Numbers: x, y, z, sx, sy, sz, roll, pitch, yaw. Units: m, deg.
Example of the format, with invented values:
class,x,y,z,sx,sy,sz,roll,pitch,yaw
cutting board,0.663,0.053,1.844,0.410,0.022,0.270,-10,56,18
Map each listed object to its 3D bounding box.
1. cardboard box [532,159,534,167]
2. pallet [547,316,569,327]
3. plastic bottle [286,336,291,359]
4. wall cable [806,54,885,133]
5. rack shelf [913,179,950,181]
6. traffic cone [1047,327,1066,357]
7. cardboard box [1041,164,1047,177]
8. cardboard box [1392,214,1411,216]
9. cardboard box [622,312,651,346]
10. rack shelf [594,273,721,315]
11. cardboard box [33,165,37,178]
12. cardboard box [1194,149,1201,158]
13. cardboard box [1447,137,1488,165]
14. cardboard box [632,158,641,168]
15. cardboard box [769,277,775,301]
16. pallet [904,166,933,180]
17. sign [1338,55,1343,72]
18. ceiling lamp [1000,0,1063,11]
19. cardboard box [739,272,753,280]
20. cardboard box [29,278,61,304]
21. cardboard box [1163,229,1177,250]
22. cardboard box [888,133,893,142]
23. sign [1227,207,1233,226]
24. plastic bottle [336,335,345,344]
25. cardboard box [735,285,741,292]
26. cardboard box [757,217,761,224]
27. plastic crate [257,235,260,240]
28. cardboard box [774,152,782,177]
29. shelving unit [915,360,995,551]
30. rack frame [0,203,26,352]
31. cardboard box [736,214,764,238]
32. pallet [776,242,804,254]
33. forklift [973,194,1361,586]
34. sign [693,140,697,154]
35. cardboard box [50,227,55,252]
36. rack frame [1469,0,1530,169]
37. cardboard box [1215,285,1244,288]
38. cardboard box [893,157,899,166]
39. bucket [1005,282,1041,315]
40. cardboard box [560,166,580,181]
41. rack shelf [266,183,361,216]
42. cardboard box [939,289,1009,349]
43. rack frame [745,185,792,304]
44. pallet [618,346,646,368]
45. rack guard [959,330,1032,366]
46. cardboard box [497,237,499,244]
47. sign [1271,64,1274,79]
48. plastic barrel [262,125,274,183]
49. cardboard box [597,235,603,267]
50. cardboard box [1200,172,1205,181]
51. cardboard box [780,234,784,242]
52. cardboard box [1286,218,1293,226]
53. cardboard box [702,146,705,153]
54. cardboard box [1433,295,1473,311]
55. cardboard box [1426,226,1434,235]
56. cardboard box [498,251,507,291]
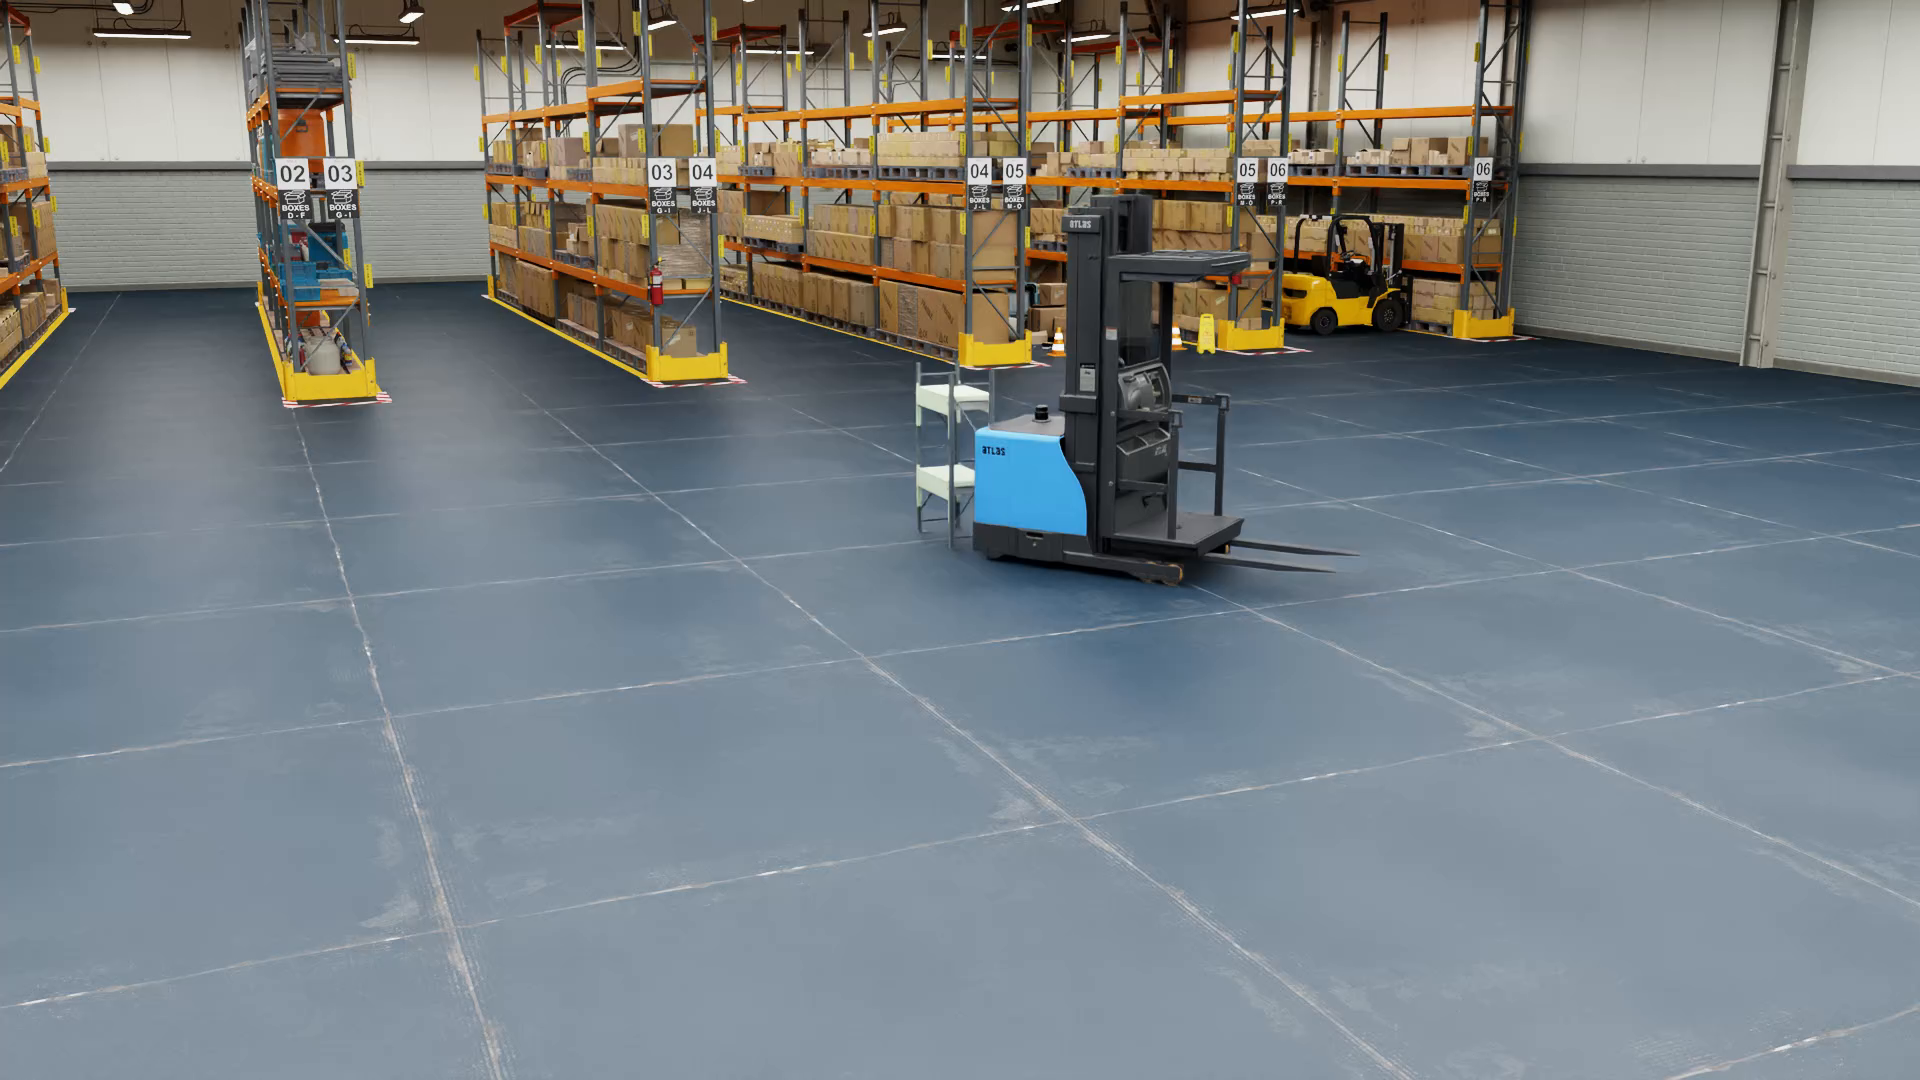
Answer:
class,x,y,z,sx,sy,sz,roll,pitch,yaw
cardboard box,-8.381,-7.567,33.387,0.380,0.149,0.250,-6,14,-25
pallet,-7.485,-4.330,32.609,1.003,0.211,1.213,-6,14,-23
plastic bottle,-10.155,-2.925,25.255,0.144,0.351,0.185,-6,14,-25
wall cable,-3.209,-12.206,47.152,2.355,3.000,0.029,-6,14,-23
rack shelf,-0.561,-8.764,40.527,1.077,0.370,4.000,-6,14,-23
traffic cone,1.640,-3.295,27.579,0.336,0.463,0.334,-6,14,-23
cardboard box,1.915,-7.676,34.530,0.396,0.266,0.258,-6,14,-23
cardboard box,8.734,-6.352,32.843,0.380,0.149,0.250,-6,14,-24
cardboard box,-5.276,-3.475,27.344,0.500,0.500,0.500,-1,13,-5
rack shelf,-4.835,-3.928,26.286,1.077,0.370,4.000,-6,14,-23
cardboard box,-18.282,-7.169,32.373,0.500,0.250,0.500,-6,14,-23
cardboard box,4.308,-6.747,29.007,0.380,0.149,0.250,-6,14,-23
cardboard box,9.193,-7.043,30.119,0.500,0.500,0.500,-5,14,-21
cardboard box,-4.638,-5.588,24.659,0.380,0.149,0.250,-6,14,-25
cardboard box,-3.767,-5.366,35.514,0.500,0.500,0.500,-5,14,-22
pallet,-0.248,-6.116,27.686,1.003,0.211,1.213,-6,14,-23
sign,7.498,-9.401,32.785,0.100,0.325,0.005,-6,14,-23
ceiling lamp,1.497,-11.129,29.551,0.800,3.185,2.000,-6,14,-23
cardboard box,-4.775,-5.977,37.613,0.380,0.149,0.250,-5,14,-22
cardboard box,-19.078,-5.184,34.683,0.500,0.500,0.500,-6,14,-23
cardboard box,3.997,-5.356,29.976,0.500,0.500,0.500,-5,14,-22
cardboard box,-1.012,-6.889,28.466,0.380,0.149,0.250,-6,14,-23
sign,4.530,-5.433,27.922,0.100,0.325,0.005,-6,14,-23
plastic bottle,-9.446,-2.955,25.384,0.144,0.351,0.185,-6,14,-23
cardboard box,-4.917,-5.748,37.944,0.380,0.149,0.250,-6,14,-25
cardboard box,-4.101,-6.806,35.431,0.380,0.149,0.250,-6,14,-23
plastic crate,-14.920,-6.455,35.845,0.416,0.233,0.300,-6,14,-23
cardboard box,-3.523,-7.756,34.357,0.500,0.500,0.500,-6,14,-23
shelving unit,-0.047,-0.737,14.226,0.431,1.500,0.755,-5,14,-22
rack frame,-16.316,-4.624,27.698,1.000,3.000,0.127,-6,14,-23
cardboard box,-4.708,-7.040,37.254,0.500,0.500,0.500,-6,14,-23
pallet,-3.036,-5.990,34.023,1.213,0.211,1.003,-6,14,-23
forklift,1.642,-1.210,13.098,3.031,2.935,1.130,7,15,29
sign,-6.355,-9.436,39.899,0.100,0.325,0.005,-6,14,-23
cardboard box,-18.881,-6.151,34.073,0.500,0.500,0.500,-5,14,-22
rack frame,9.593,-8.133,29.551,1.000,3.000,0.127,-6,14,-23
cardboard box,4.753,-4.295,29.779,0.500,0.500,0.500,-6,14,-25
cardboard box,-0.912,-6.449,28.332,0.380,0.149,0.250,-6,14,-24
bucket,1.116,-4.445,30.812,0.726,0.611,0.620,-1,3,-4
cardboard box,-6.863,-6.575,29.807,0.500,0.250,0.500,-5,14,-22
rack shelf,-9.373,-4.942,24.015,1.077,0.370,4.000,-6,14,-23
cardboard box,0.219,-3.596,27.037,0.875,0.875,0.875,-6,14,-23
rack frame,-4.255,-6.772,36.977,1.000,3.000,0.127,-6,14,-23
pallet,-4.842,-2.945,26.628,1.003,0.211,1.213,-6,14,-23
rack guard,0.561,-3.070,26.525,1.175,0.500,0.348,-6,14,-23
cardboard box,-10.190,-6.734,37.368,0.380,0.149,0.250,-6,14,-24
sign,6.896,-10.368,36.789,0.100,0.325,0.005,-6,14,-23
plastic barrel,-10.577,-6.036,26.032,0.600,0.901,0.708,-6,14,-23
cardboard box,-5.512,-4.787,27.520,0.875,0.500,0.500,-6,14,-23
cardboard box,4.402,-6.313,28.898,0.380,0.149,0.250,-6,14,-23
cardboard box,-3.473,-6.193,34.100,0.380,0.149,0.250,-5,14,-22
cardboard box,7.112,-6.713,35.061,0.380,0.149,0.250,-5,14,-22
cardboard box,-5.937,-9.337,39.747,0.380,0.149,0.250,-6,14,-23
cardboard box,9.112,-4.391,30.746,0.500,0.250,0.500,-6,14,-24
cardboard box,8.931,-5.782,31.041,0.380,0.149,0.250,-6,14,-23
cardboard box,-10.113,-6.216,38.354,0.875,0.875,0.875,-6,14,-23
